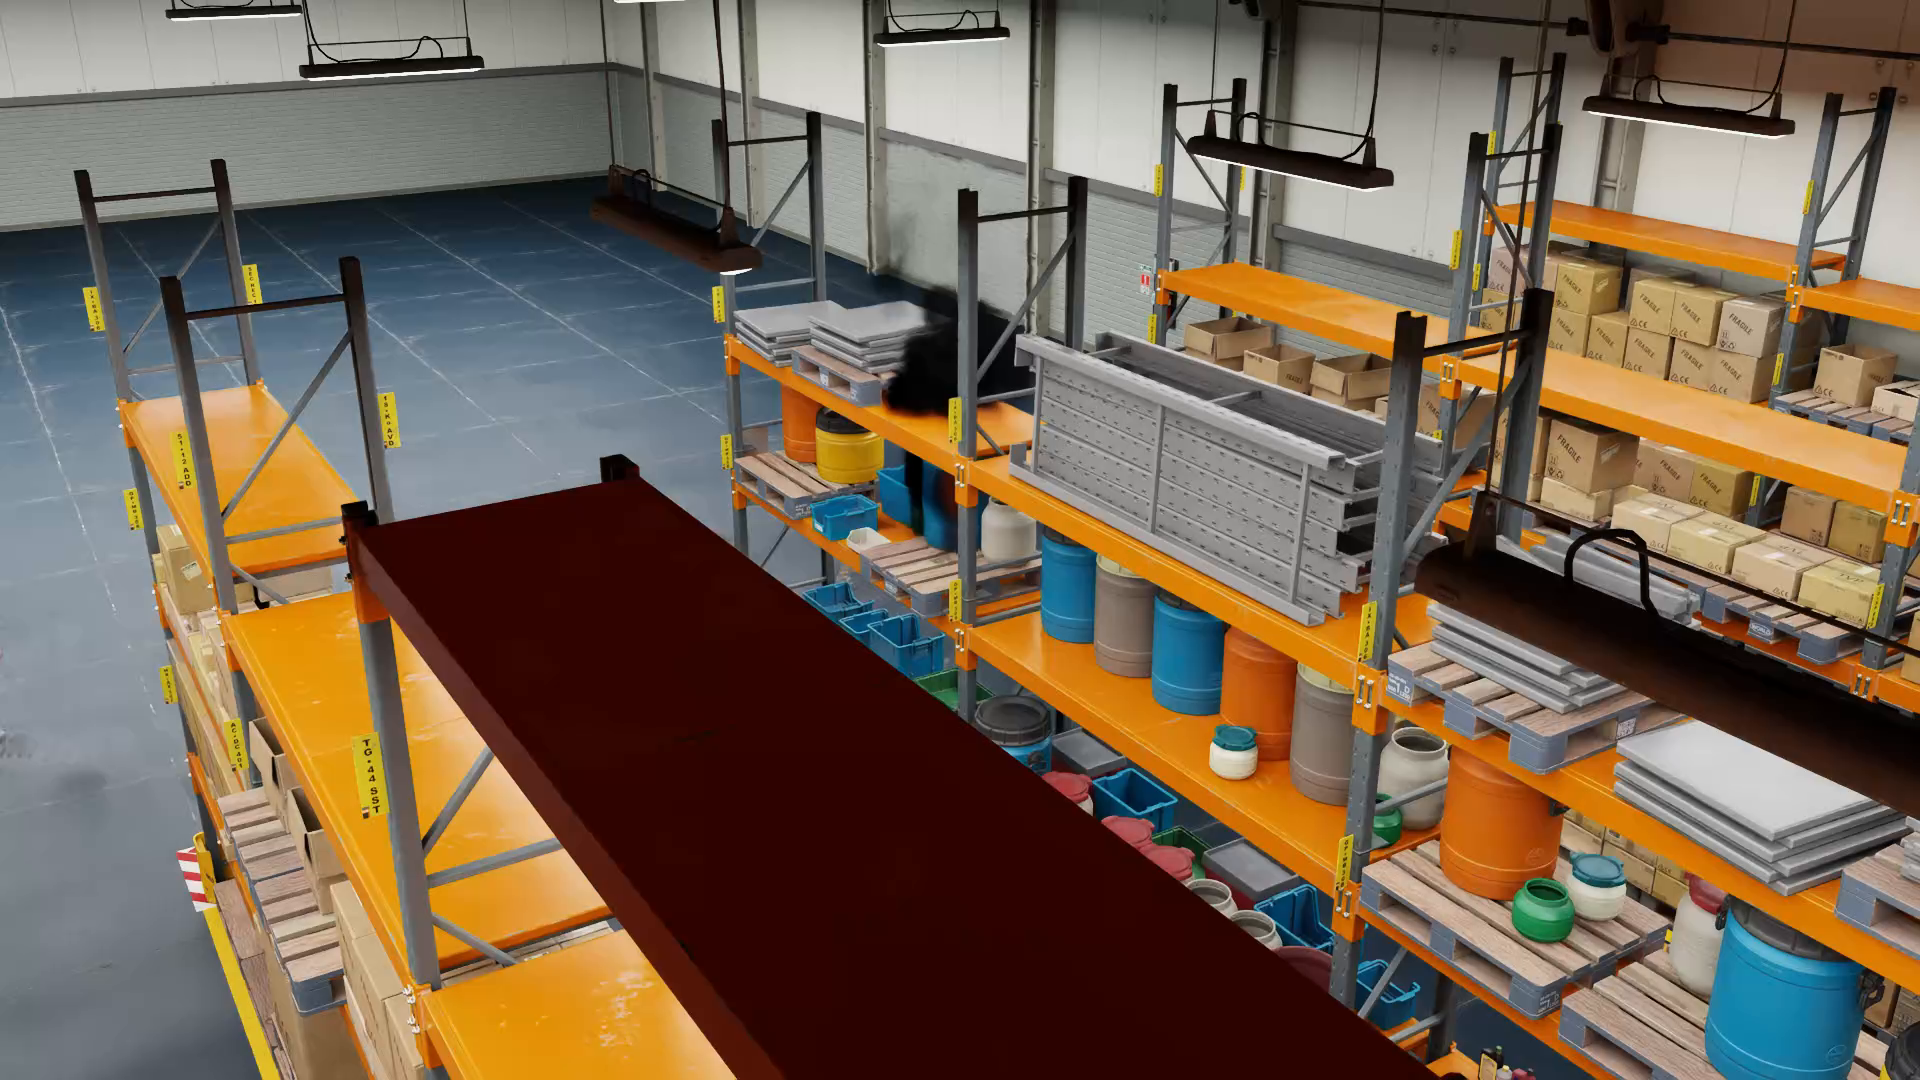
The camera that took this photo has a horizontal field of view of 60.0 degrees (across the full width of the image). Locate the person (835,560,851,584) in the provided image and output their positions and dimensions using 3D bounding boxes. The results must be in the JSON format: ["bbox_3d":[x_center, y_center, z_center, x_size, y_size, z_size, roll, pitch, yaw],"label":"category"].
[{"bbox_3d":[-1.172,-0.239,19.729,0.827,1.743,0.616,-2,22,-4],"label":"person"}]
